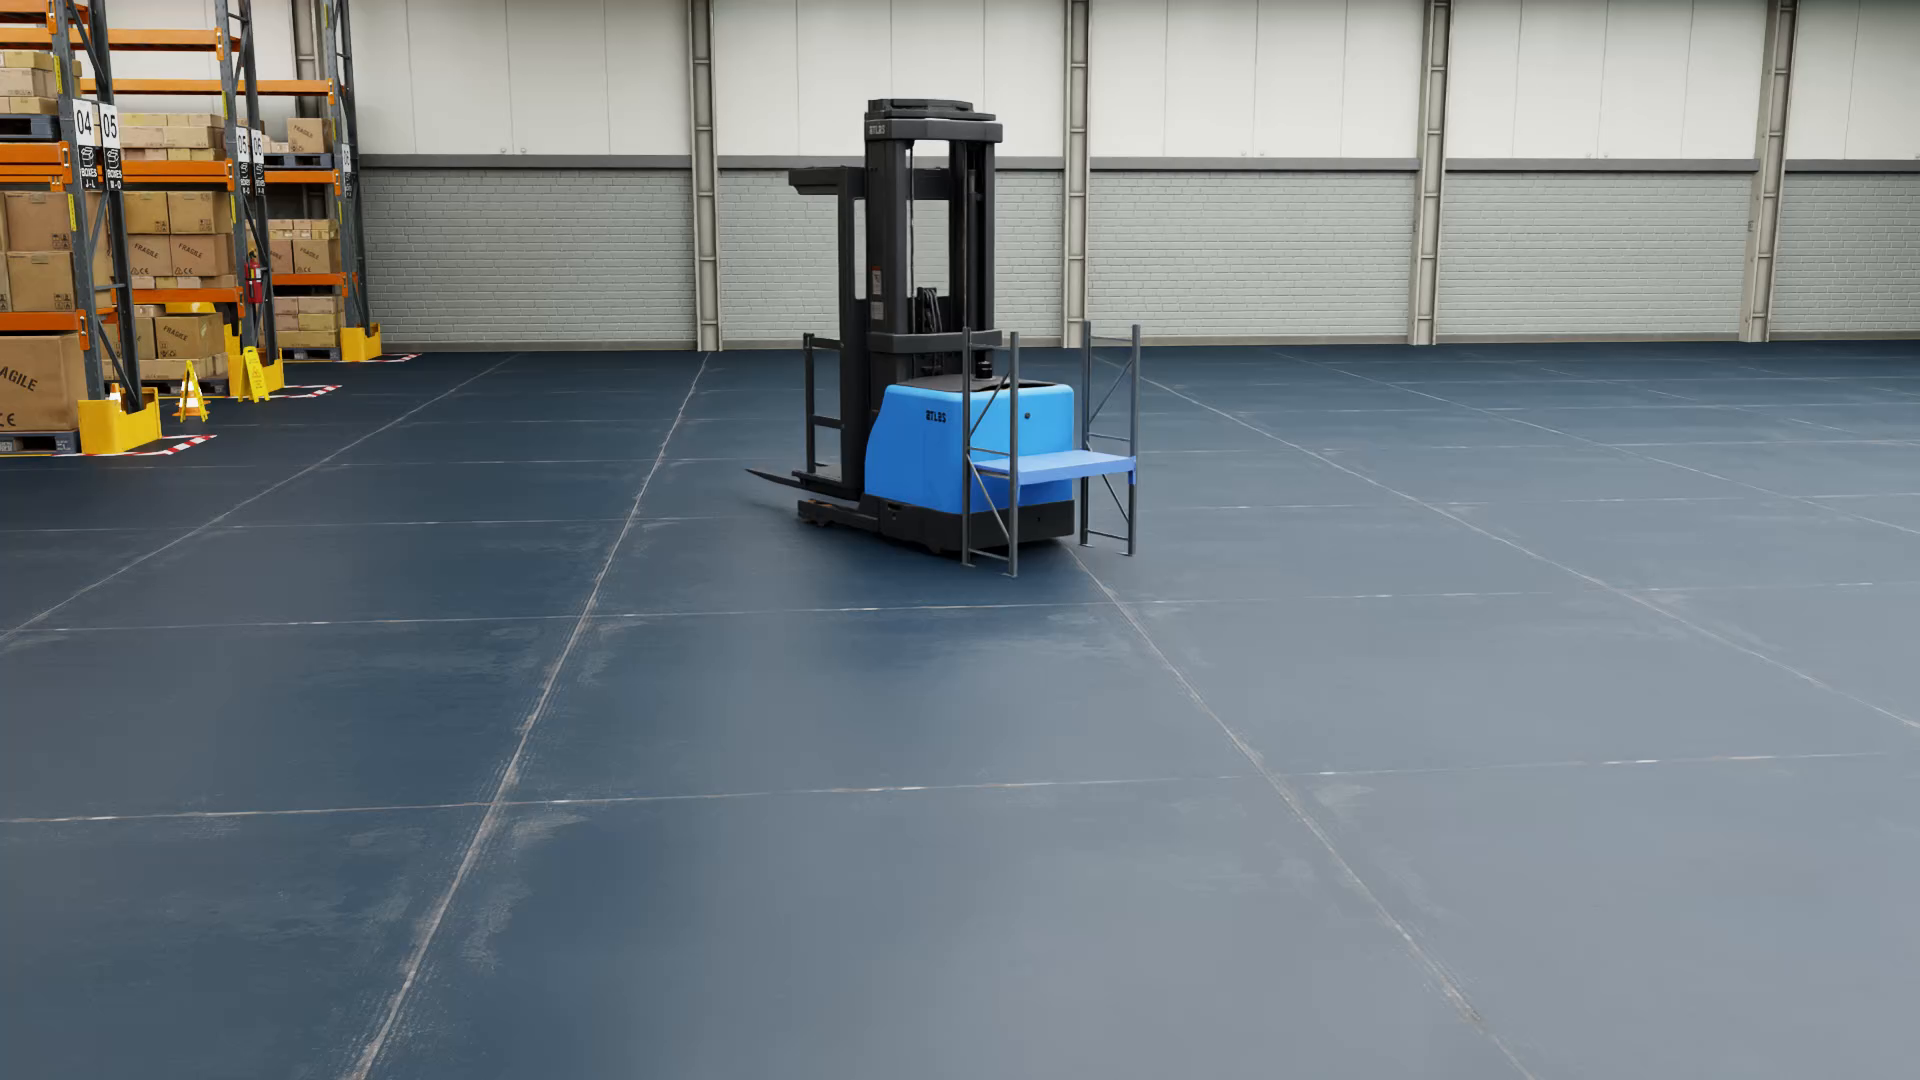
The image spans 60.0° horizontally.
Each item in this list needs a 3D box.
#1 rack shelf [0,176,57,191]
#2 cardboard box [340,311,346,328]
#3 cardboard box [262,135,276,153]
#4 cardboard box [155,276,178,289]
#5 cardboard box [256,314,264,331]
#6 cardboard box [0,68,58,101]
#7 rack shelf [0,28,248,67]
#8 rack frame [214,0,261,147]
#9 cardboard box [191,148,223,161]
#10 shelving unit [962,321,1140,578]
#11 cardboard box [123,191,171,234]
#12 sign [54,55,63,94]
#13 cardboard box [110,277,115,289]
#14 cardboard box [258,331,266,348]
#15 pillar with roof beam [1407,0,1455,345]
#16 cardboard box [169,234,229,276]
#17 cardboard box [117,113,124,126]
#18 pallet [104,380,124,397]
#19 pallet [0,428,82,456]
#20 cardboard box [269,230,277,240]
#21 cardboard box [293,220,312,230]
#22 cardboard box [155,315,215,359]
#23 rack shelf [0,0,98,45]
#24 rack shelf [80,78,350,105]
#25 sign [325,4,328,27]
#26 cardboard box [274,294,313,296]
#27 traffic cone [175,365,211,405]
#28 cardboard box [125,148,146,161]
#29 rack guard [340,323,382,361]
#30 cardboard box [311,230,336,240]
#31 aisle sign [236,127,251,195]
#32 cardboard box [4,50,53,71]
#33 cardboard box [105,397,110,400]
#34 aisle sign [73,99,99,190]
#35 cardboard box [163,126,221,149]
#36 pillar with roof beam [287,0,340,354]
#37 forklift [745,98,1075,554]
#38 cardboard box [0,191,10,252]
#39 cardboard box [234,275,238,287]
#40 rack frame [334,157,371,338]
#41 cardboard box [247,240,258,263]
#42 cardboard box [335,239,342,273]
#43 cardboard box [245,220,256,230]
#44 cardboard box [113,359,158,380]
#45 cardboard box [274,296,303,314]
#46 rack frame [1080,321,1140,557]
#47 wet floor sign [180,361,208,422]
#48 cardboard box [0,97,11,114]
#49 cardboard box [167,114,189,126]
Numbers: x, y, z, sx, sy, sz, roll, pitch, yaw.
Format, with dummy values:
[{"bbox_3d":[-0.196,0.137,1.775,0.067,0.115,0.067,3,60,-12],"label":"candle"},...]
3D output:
[{"bbox_3d":[-15.207,-5.272,24.497,4.000,0.370,1.077,-1,11,-6],"label":"rack shelf"},{"bbox_3d":[-9.732,-3.410,25.682,0.500,0.250,0.500,-1,11,-5],"label":"cardboard box"},{"bbox_3d":[-10.285,-5.858,24.615,0.258,0.266,0.396,-1,11,-6],"label":"cardboard box"},{"bbox_3d":[-9.548,-3.126,20.146,0.250,0.149,0.380,-1,11,-7],"label":"cardboard box"},{"bbox_3d":[-10.703,-3.287,25.055,0.500,0.250,0.500,-1,11,-7],"label":"cardboard box"},{"bbox_3d":[-8.524,-4.115,15.015,0.500,0.250,0.500,-1,11,-5],"label":"cardboard box"},{"bbox_3d":[-10.691,-5.874,19.790,4.000,0.370,1.077,-1,11,-6],"label":"rack shelf"},{"bbox_3d":[-8.703,-6.270,19.932,0.127,3.000,1.000,-1,11,-6],"label":"rack frame"},{"bbox_3d":[-9.027,-4.614,19.935,0.250,0.149,0.380,-1,11,-6],"label":"cardboard box"},{"bbox_3d":[0.579,-0.602,10.544,1.048,1.500,0.538,-9,14,-38],"label":"shelving unit"},{"bbox_3d":[-9.691,-3.950,20.063,0.500,0.500,0.700,-1,11,-6],"label":"cardboard box"},{"bbox_3d":[-8.023,-4.142,14.795,0.005,0.325,0.100,-1,11,-6],"label":"sign"},{"bbox_3d":[-10.315,-3.114,20.083,0.250,0.149,0.380,-1,11,-7],"label":"cardboard box"},{"bbox_3d":[-10.669,-3.047,25.132,0.500,0.250,0.500,-1,11,-5],"label":"cardboard box"},{"bbox_3d":[8.328,-6.929,23.287,0.400,9.000,9.100,-1,11,-6],"label":"pillar with roof beam"},{"bbox_3d":[-9.212,-3.457,20.147,0.500,0.500,0.500,-1,11,-7],"label":"cardboard box"},{"bbox_3d":[-10.021,-4.996,19.815,0.250,0.149,0.380,-1,11,-6],"label":"cardboard box"},{"bbox_3d":[-10.800,-1.921,20.594,1.213,0.211,1.003,-1,11,-6],"label":"pallet"},{"bbox_3d":[-8.854,-0.979,15.801,1.213,0.211,1.003,-1,11,-6],"label":"pallet"},{"bbox_3d":[-10.320,-4.577,24.931,0.250,0.149,0.380,-1,11,-6],"label":"cardboard box"},{"bbox_3d":[-9.818,-4.732,24.952,0.250,0.149,0.380,-1,11,-6],"label":"cardboard box"},{"bbox_3d":[-9.471,-2.484,20.324,0.500,0.500,0.500,-1,11,-6],"label":"cardboard box"},{"bbox_3d":[-10.056,-4.732,15.011,4.000,0.370,1.077,-1,11,-6],"label":"rack shelf"},{"bbox_3d":[-11.231,-6.631,24.670,4.000,0.370,1.077,-1,11,-6],"label":"rack shelf"},{"bbox_3d":[-9.198,-7.615,24.146,0.005,0.325,0.100,-1,11,-6],"label":"sign"},{"bbox_3d":[-10.237,-3.641,25.558,0.500,0.250,0.500,-1,11,-6],"label":"cardboard box"},{"bbox_3d":[-8.991,-1.825,19.452,0.334,0.463,0.336,-1,11,-6],"label":"traffic cone"},{"bbox_3d":[-9.798,-4.611,19.920,0.250,0.149,0.380,-1,11,-6],"label":"cardboard box"},{"bbox_3d":[-9.218,-3.052,25.596,0.348,0.500,1.175,-1,11,-6],"label":"rack guard"},{"bbox_3d":[-9.557,-4.584,24.970,0.250,0.149,0.380,-1,11,-5],"label":"cardboard box"},{"bbox_3d":[-8.610,-4.547,19.984,0.004,0.787,0.394,-1,11,-6],"label":"aisle sign"},{"bbox_3d":[-8.366,-4.302,14.934,0.250,0.149,0.380,-1,11,-6],"label":"cardboard box"},{"bbox_3d":[-9.787,-1.513,18.677,0.250,0.149,0.380,5,12,23],"label":"cardboard box"},{"bbox_3d":[-7.965,-3.599,15.157,0.004,0.787,0.394,-1,11,-6],"label":"aisle sign"},{"bbox_3d":[-9.182,-4.808,19.891,0.500,0.250,0.500,-1,11,-7],"label":"cardboard box"},{"bbox_3d":[-9.567,-6.554,21.380,0.400,9.000,9.100,-1,11,-6],"label":"pillar with roof beam"},{"bbox_3d":[-0.513,-1.582,11.818,1.130,2.935,3.031,-8,14,-36],"label":"forklift"},{"bbox_3d":[-8.977,-2.953,15.425,0.550,0.550,0.875,-1,11,-6],"label":"cardboard box"},{"bbox_3d":[-9.063,-3.236,20.701,0.250,0.149,0.380,-1,11,-6],"label":"cardboard box"},{"bbox_3d":[-9.242,-4.278,25.353,0.127,3.000,1.000,-1,11,-6],"label":"rack frame"},{"bbox_3d":[-10.729,-4.247,24.934,0.500,0.500,0.500,-1,11,-7],"label":"cardboard box"},{"bbox_3d":[-9.765,-4.370,25.562,0.500,0.500,0.500,-1,11,-4],"label":"cardboard box"},{"bbox_3d":[-10.577,-4.704,24.808,0.250,0.149,0.380,-1,11,-5],"label":"cardboard box"},{"bbox_3d":[-9.993,-2.105,20.341,0.500,0.250,0.500,-1,11,-6],"label":"cardboard box"},{"bbox_3d":[-10.173,-3.544,25.068,0.500,0.250,0.500,-1,11,-5],"label":"cardboard box"},{"bbox_3d":[0.975,-0.664,10.856,0.032,1.500,0.500,-9,14,-38],"label":"rack frame"},{"bbox_3d":[-8.253,-1.604,17.855,0.232,0.644,0.267,-3,12,-16],"label":"wet floor sign"},{"bbox_3d":[-8.612,-3.906,14.986,0.250,0.149,0.380,-1,11,-6],"label":"cardboard box"},{"bbox_3d":[-9.268,-5.004,19.856,0.250,0.149,0.380,-1,11,-5],"label":"cardboard box"}]
